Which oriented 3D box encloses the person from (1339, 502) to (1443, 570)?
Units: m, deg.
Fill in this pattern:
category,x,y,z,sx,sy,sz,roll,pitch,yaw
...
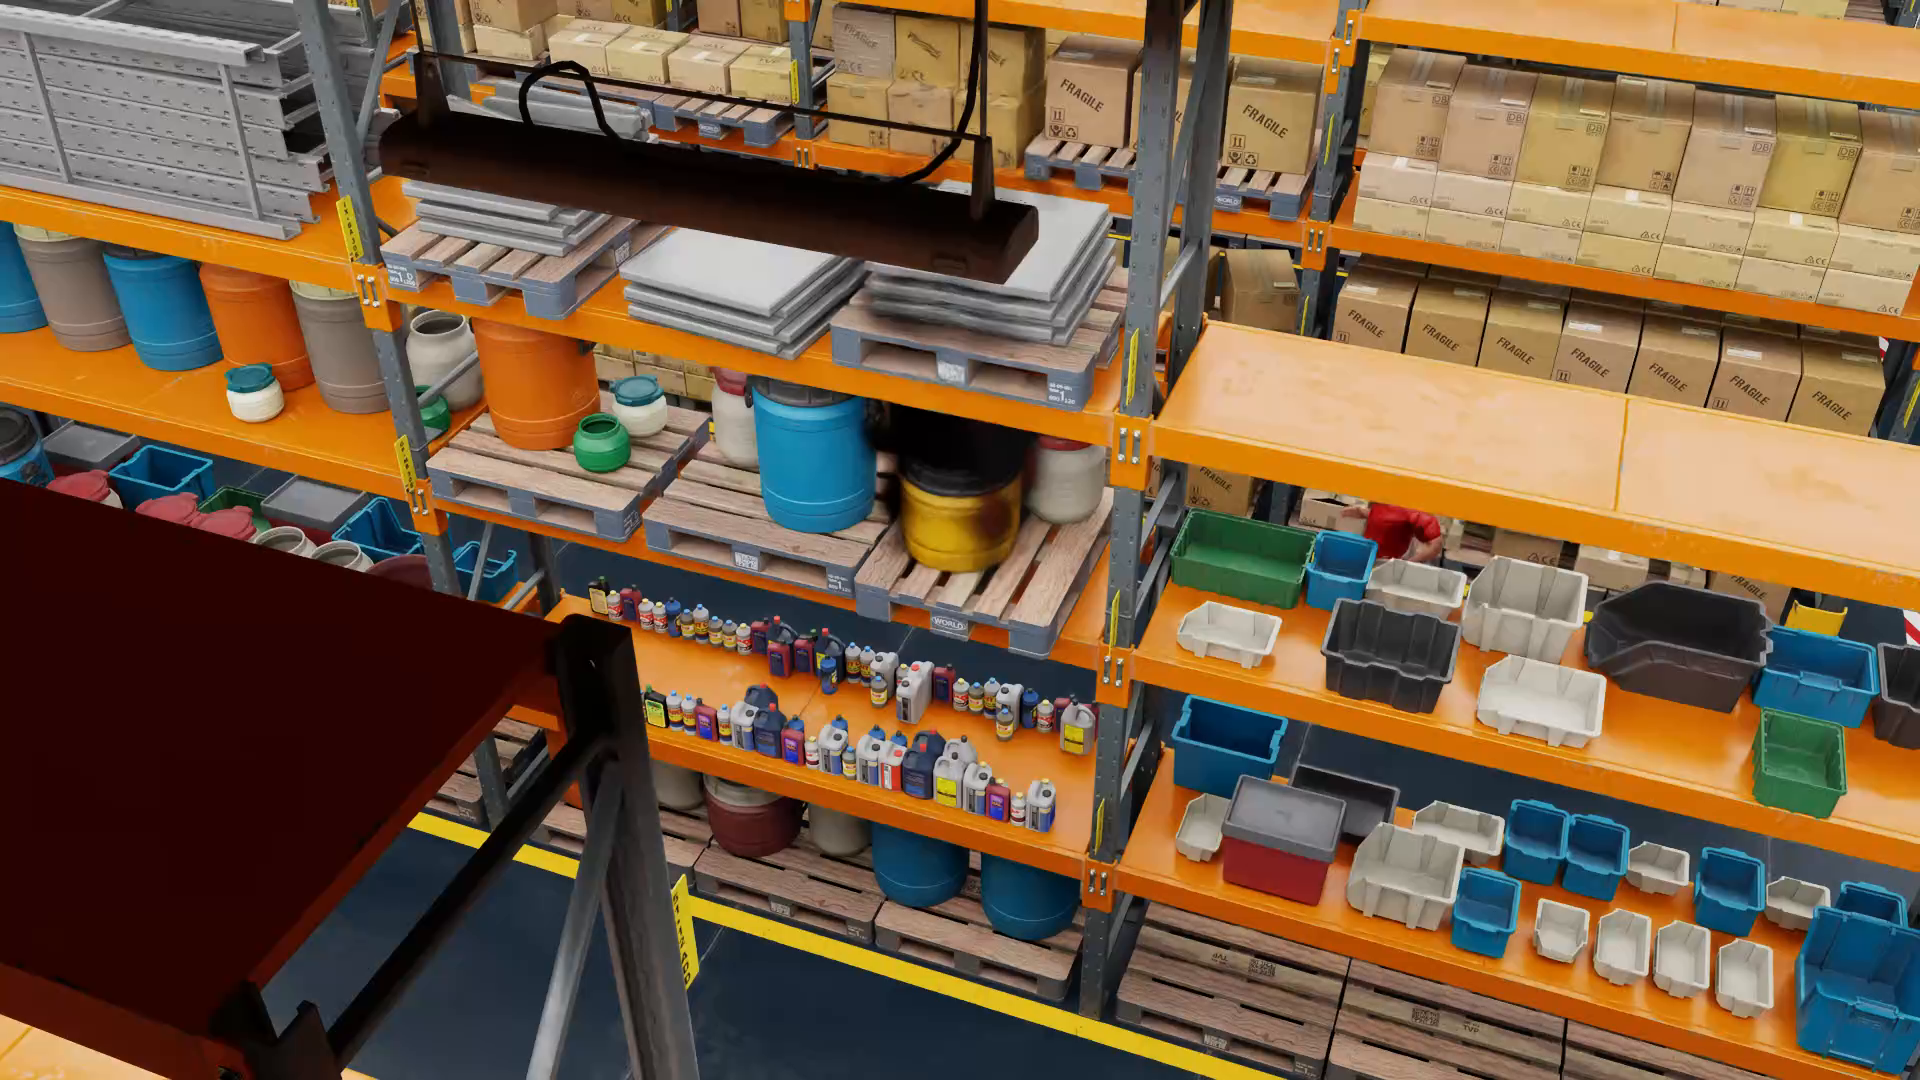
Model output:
category,x,y,z,sx,sy,sz,roll,pitch,yaw
person,2.910,0.202,11.221,0.818,1.802,0.649,8,37,11
